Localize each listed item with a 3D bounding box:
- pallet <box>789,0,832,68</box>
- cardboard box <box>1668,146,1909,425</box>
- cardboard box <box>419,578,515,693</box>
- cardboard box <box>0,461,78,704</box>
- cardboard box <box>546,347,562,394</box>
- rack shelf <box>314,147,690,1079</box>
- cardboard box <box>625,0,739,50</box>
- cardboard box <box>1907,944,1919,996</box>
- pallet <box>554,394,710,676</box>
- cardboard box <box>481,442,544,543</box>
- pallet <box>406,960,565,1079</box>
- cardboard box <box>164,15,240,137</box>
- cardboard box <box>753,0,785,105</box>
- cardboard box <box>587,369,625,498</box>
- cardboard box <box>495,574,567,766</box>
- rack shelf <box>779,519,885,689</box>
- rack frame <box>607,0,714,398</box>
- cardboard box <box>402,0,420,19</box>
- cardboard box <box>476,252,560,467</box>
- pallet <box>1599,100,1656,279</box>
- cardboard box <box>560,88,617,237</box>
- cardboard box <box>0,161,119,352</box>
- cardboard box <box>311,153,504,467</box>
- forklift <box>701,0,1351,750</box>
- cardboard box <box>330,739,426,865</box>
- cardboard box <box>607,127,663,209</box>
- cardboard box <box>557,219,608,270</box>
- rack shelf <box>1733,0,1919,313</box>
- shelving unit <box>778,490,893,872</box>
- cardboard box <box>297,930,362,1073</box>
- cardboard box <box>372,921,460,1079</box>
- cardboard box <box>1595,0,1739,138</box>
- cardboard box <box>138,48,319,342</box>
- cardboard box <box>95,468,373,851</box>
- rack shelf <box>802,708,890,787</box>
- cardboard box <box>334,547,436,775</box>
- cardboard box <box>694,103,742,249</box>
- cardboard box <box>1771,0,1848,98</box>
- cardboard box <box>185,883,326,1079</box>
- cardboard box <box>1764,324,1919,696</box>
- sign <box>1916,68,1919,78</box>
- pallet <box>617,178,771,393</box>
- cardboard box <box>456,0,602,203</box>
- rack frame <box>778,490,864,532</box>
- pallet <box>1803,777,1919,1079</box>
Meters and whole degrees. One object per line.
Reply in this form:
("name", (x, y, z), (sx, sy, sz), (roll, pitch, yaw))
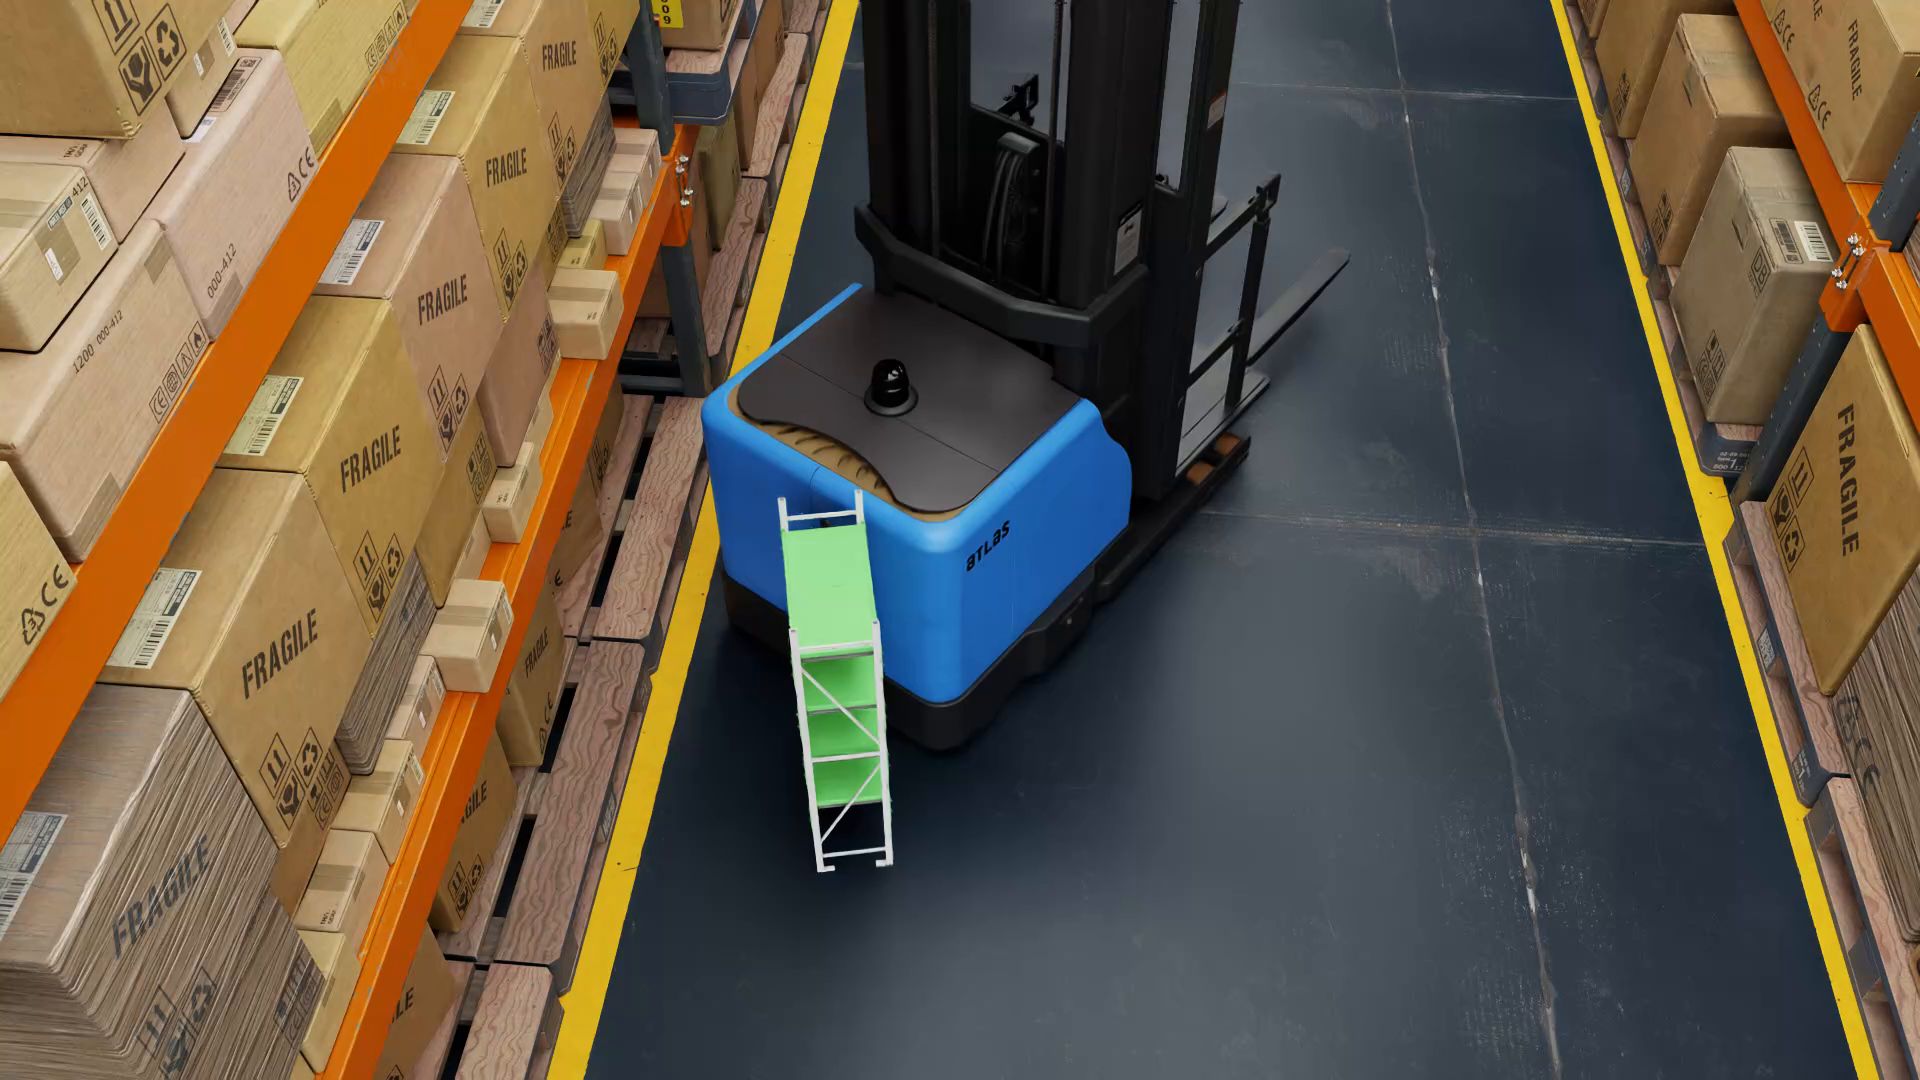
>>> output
("pallet", (-1.190, -2.929, 8.786), (1.003, 0.211, 1.213), (4, 48, 4))
("cardboard box", (3.415, -0.942, 6.318), (1.050, 0.750, 0.750), (4, 48, 3))
("cardboard box", (-1.350, 0.230, 4.177), (0.380, 0.149, 0.250), (4, 48, 4))
("cardboard box", (-1.545, 0.136, 2.162), (0.500, 0.250, 0.500), (5, 48, 5))
("cardboard box", (-1.390, -0.513, 4.857), (0.380, 0.149, 0.250), (4, 48, 4))
("rack shelf", (-1.664, 0.208, 4.515), (1.077, 0.370, 4.000), (4, 48, 4))
("cardboard box", (-1.270, -2.423, 5.743), (1.000, 1.000, 1.000), (4, 48, 4))
("cardboard box", (3.158, 1.268, 4.213), (0.875, 0.875, 0.875), (3, 48, 3))
("pallet", (-1.508, -0.068, 6.169), (1.003, 0.211, 1.213), (4, 48, 4))
("cardboard box", (-1.360, -0.141, 4.516), (0.380, 0.149, 0.250), (4, 48, 4))
("pallet", (-1.731, 1.725, 4.529), (1.003, 0.211, 1.213), (4, 48, 4))
("cardboard box", (-1.439, -0.802, 2.749), (0.380, 0.149, 0.250), (2, 48, 2))
("cardboard box", (-1.241, -2.430, 7.835), (0.700, 0.500, 0.500), (7, 48, 7))
("cardboard box", (-1.558, -0.512, 6.095), (0.500, 0.500, 0.500), (3, 48, 2))
("cardboard box", (-1.581, 0.371, 5.287), (0.500, 0.500, 0.500), (0, 48, 0))
("rack shelf", (-0.366, 0.175, 4.713), (0.258, 0.148, 0.480), (-6, 48, -5))
("rack frame", (-1.482, -1.505, 5.594), (1.000, 3.000, 0.127), (4, 48, 4))
("cardboard box", (-1.363, -1.356, 3.526), (0.500, 0.250, 0.500), (4, 48, 3))
("cardboard box", (-1.611, -0.573, 4.472), (0.875, 0.500, 0.500), (4, 48, 4))
("pallet", (3.552, -1.627, 7.595), (1.003, 0.211, 1.213), (4, 48, 4))
("cardboard box", (-1.585, -1.312, 5.148), (0.875, 0.500, 0.500), (4, 48, 4))
("cardboard box", (-1.475, -0.422, 2.402), (0.380, 0.149, 0.250), (6, 48, 5))
("cardboard box", (-1.389, -0.525, 3.751), (0.500, 0.500, 0.500), (4, 48, 4))
("forklift", (0.470, -1.332, 5.482), (1.130, 2.935, 3.031), (30, 54, 24))
("cardboard box", (-1.472, 0.592, 3.846), (0.380, 0.149, 0.250), (4, 48, 4))
("cardboard box", (-1.209, -1.242, 5.524), (0.380, 0.149, 0.250), (4, 48, 4))
("cardboard box", (-1.324, -0.880, 5.192), (0.380, 0.149, 0.250), (4, 48, 4))
("rack shelf", (3.630, -2.324, 6.830), (1.077, 0.370, 4.000), (4, 48, 4))
("shelving unit", (-0.366, 0.456, 5.020), (0.258, 1.200, 0.503), (-6, 48, -5))
("cardboard box", (-1.504, 0.961, 3.509), (0.380, 0.149, 0.250), (4, 48, 4))
("cardboard box", (-1.753, 1.237, 4.495), (0.500, 0.500, 0.500), (15, 49, 14))
("cardboard box", (3.591, -2.335, 7.593), (1.050, 0.750, 0.750), (5, 48, 4))
("cardboard box", (-1.455, -0.607, 2.841), (0.500, 0.250, 0.500), (4, 48, 3))
("cardboard box", (-1.473, 0.210, 3.078), (0.500, 0.500, 0.500), (4, 48, 4))
("rack shelf", (-0.366, 0.499, 5.067), (0.258, 0.148, 0.480), (-6, 48, -5))
("cardboard box", (-1.755, 0.158, 3.803), (0.875, 0.500, 0.500), (4, 48, 4))
("cardboard box", (-1.343, -1.609, 7.084), (0.700, 0.500, 0.500), (4, 48, 3))
("cardboard box", (3.275, -1.903, 5.890), (0.500, 0.500, 0.500), (3, 48, 3))
("cardboard box", (-1.769, 0.898, 3.126), (0.875, 0.500, 0.500), (4, 48, 4))
("cardboard box", (3.321, -0.064, 5.431), (0.875, 0.875, 0.875), (5, 48, 4))
("sign", (2.907, -1.490, 4.849), (0.100, 0.325, 0.005), (4, 48, 4))
("pallet", (-1.413, -1.136, 7.146), (1.003, 0.211, 1.213), (4, 48, 4))
("cardboard box", (-1.293, -1.260, 4.422), (0.500, 0.500, 0.500), (4, 48, 4))
("rack frame", (-0.399, 0.278, 5.183), (0.240, 1.200, 0.015), (-6, 48, -5))
("pallet", (3.192, 1.297, 4.921), (1.003, 0.211, 1.213), (4, 48, 4))
